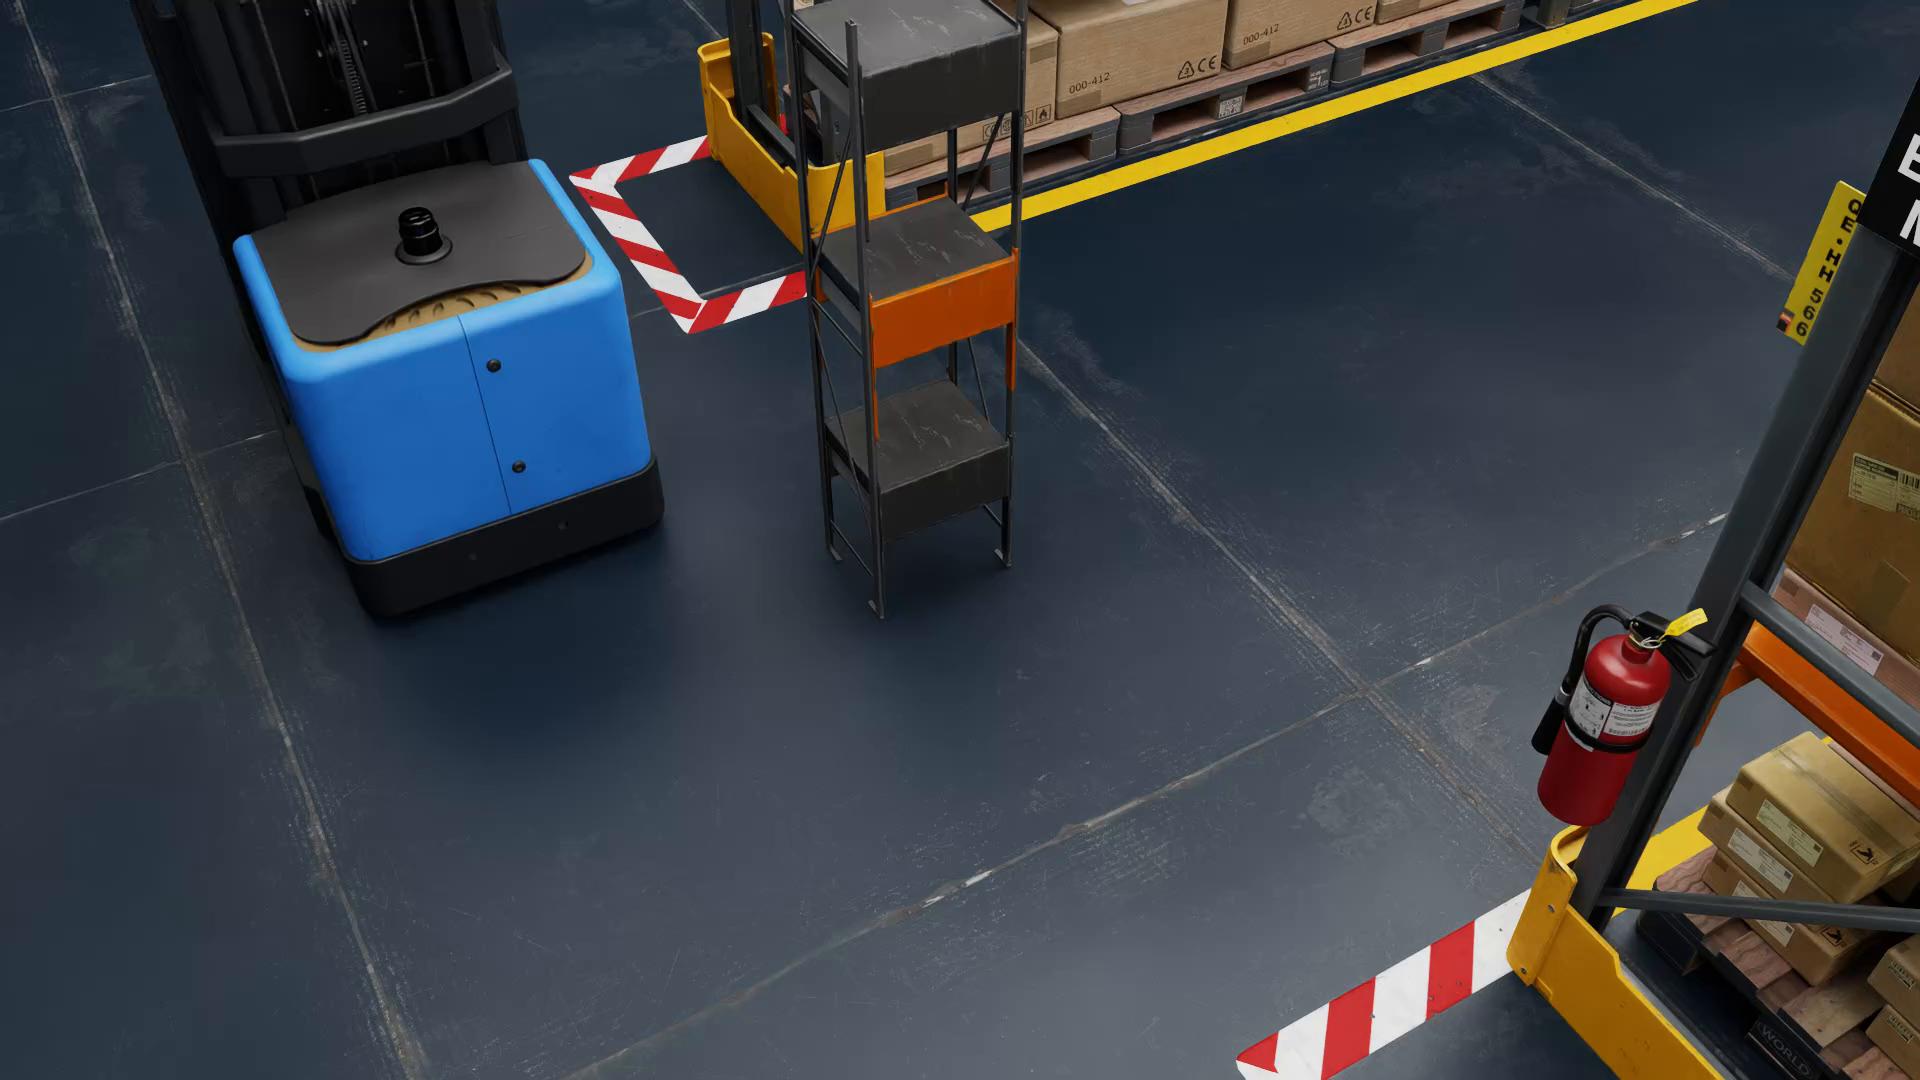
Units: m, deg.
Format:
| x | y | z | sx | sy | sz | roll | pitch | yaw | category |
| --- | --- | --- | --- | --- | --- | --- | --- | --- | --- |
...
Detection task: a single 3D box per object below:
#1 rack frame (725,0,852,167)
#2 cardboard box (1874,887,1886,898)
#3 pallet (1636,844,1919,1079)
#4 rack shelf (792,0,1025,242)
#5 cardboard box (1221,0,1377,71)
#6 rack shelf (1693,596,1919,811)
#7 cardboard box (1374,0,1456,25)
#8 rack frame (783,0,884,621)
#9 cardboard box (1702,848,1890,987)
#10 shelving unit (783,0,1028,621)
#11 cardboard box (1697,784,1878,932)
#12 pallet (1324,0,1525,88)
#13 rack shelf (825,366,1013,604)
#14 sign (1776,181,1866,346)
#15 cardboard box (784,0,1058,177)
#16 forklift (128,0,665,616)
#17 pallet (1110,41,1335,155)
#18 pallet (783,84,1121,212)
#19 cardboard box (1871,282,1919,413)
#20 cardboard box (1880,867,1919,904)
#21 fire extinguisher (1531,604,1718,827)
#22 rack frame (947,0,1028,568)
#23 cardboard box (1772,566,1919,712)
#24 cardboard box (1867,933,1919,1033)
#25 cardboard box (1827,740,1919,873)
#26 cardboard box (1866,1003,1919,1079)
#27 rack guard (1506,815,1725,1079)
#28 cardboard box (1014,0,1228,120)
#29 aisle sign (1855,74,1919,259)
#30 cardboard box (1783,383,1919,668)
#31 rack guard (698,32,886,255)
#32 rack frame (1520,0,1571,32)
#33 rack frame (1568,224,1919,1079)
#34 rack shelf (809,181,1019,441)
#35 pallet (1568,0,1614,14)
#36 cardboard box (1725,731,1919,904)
| x | y | z | sx | sy | sz | roll | pitch | yaw | category |
| --- | --- | --- | --- | --- | --- | --- | --- | --- | --- |
| -0.703 | -2.577 | 6.252 | 0.127 | 3.000 | 1.000 | -22 | 48 | -21 | rack frame |
| 2.376 | 0.790 | 4.528 | 0.250 | 0.149 | 0.380 | -20 | 48 | -20 | cardboard box |
| 2.639 | 1.090 | 4.475 | 1.213 | 0.211 | 1.003 | -22 | 48 | -21 | pallet |
| -0.144 | -1.189 | 4.482 | 0.480 | 0.518 | 0.431 | -22 | 48 | -21 | rack shelf |
| 1.392 | -2.732 | 7.950 | 0.875 | 0.438 | 0.875 | -23 | 49 | -22 | cardboard box |
| 3.585 | -0.059 | 4.174 | 4.000 | 0.370 | 1.077 | -22 | 48 | -21 | rack shelf |
| 2.168 | -3.043 | 8.270 | 0.875 | 0.438 | 0.875 | -22 | 48 | -21 | cardboard box |
| -0.355 | -0.611 | 4.872 | 0.015 | 2.100 | 0.400 | -22 | 48 | -21 | rack frame |
| 2.204 | 0.940 | 4.373 | 0.250 | 0.149 | 0.380 | -21 | 48 | -20 | cardboard box |
| -0.144 | -0.696 | 4.960 | 0.503 | 2.100 | 0.431 | -22 | 48 | -21 | shelving unit |
| 2.167 | 0.787 | 4.317 | 0.250 | 0.149 | 0.380 | -23 | 49 | -22 | cardboard box |
| 2.067 | -2.748 | 8.430 | 1.213 | 0.211 | 1.003 | -22 | 48 | -21 | pallet |
| -0.144 | -0.184 | 5.457 | 0.480 | 0.518 | 0.431 | -22 | 48 | -21 | rack shelf |
| 1.592 | -0.494 | 3.047 | 0.005 | 0.325 | 0.100 | -22 | 48 | -21 | sign |
| -0.180 | -2.098 | 7.296 | 0.875 | 0.438 | 0.875 | -23 | 49 | -22 | cardboard box |
| -2.169 | -1.827 | 5.528 | 1.130 | 2.935 | 3.031 | -21 | 48 | -20 | forklift |
| 1.008 | -2.322 | 7.991 | 1.213 | 0.211 | 1.003 | -22 | 48 | -21 | pallet |
| -0.048 | -1.901 | 7.558 | 1.213 | 0.211 | 1.003 | -22 | 48 | -21 | pallet |
| 2.124 | -0.434 | 3.040 | 0.500 | 0.500 | 0.500 | -23 | 49 | -22 | cardboard box |
| 2.420 | 0.729 | 4.377 | 0.250 | 0.149 | 0.380 | -23 | 49 | -22 | cardboard box |
| 1.403 | 0.347 | 3.562 | 0.183 | 0.674 | 0.296 | -22 | 48 | -21 | fire extinguisher |
| 0.068 | -0.781 | 5.047 | 0.015 | 2.100 | 0.400 | -22 | 48 | -21 | rack frame |
| 1.993 | 0.183 | 3.588 | 0.250 | 0.149 | 0.380 | -22 | 48 | -21 | cardboard box |
| 2.433 | 1.116 | 3.979 | 0.250 | 0.149 | 0.380 | -20 | 48 | -19 | cardboard box |
| 2.430 | 0.646 | 4.249 | 0.250 | 0.149 | 0.380 | -21 | 48 | -20 | cardboard box |
| 2.465 | 1.261 | 4.043 | 0.250 | 0.149 | 0.380 | -21 | 48 | -20 | cardboard box |
| 1.917 | 1.247 | 4.106 | 0.348 | 0.500 | 1.175 | -22 | 48 | -21 | rack guard |
| 0.609 | -2.421 | 7.629 | 0.875 | 0.438 | 0.875 | -21 | 48 | -20 | cardboard box |
| 1.638 | -0.712 | 2.463 | 0.004 | 0.787 | 0.394 | -22 | 48 | -21 | aisle sign |
| 2.113 | -0.077 | 3.390 | 0.500 | 0.500 | 0.500 | -21 | 48 | -20 | cardboard box |
| -0.723 | -1.672 | 7.114 | 0.348 | 0.500 | 1.175 | -22 | 48 | -21 | rack guard |
| 2.766 | -3.965 | 7.682 | 0.127 | 3.000 | 1.000 | -22 | 48 | -21 | rack frame |
| 1.851 | 0.377 | 3.208 | 0.127 | 3.000 | 1.000 | -22 | 48 | -21 | rack frame |
| -0.144 | -0.686 | 4.969 | 0.480 | 0.518 | 0.431 | -22 | 48 | -21 | rack shelf |
| 3.397 | -3.278 | 8.976 | 1.213 | 0.211 | 1.003 | -22 | 48 | -21 | pallet |
| 2.184 | 0.699 | 4.194 | 0.250 | 0.149 | 0.380 | -21 | 48 | -20 | cardboard box |
